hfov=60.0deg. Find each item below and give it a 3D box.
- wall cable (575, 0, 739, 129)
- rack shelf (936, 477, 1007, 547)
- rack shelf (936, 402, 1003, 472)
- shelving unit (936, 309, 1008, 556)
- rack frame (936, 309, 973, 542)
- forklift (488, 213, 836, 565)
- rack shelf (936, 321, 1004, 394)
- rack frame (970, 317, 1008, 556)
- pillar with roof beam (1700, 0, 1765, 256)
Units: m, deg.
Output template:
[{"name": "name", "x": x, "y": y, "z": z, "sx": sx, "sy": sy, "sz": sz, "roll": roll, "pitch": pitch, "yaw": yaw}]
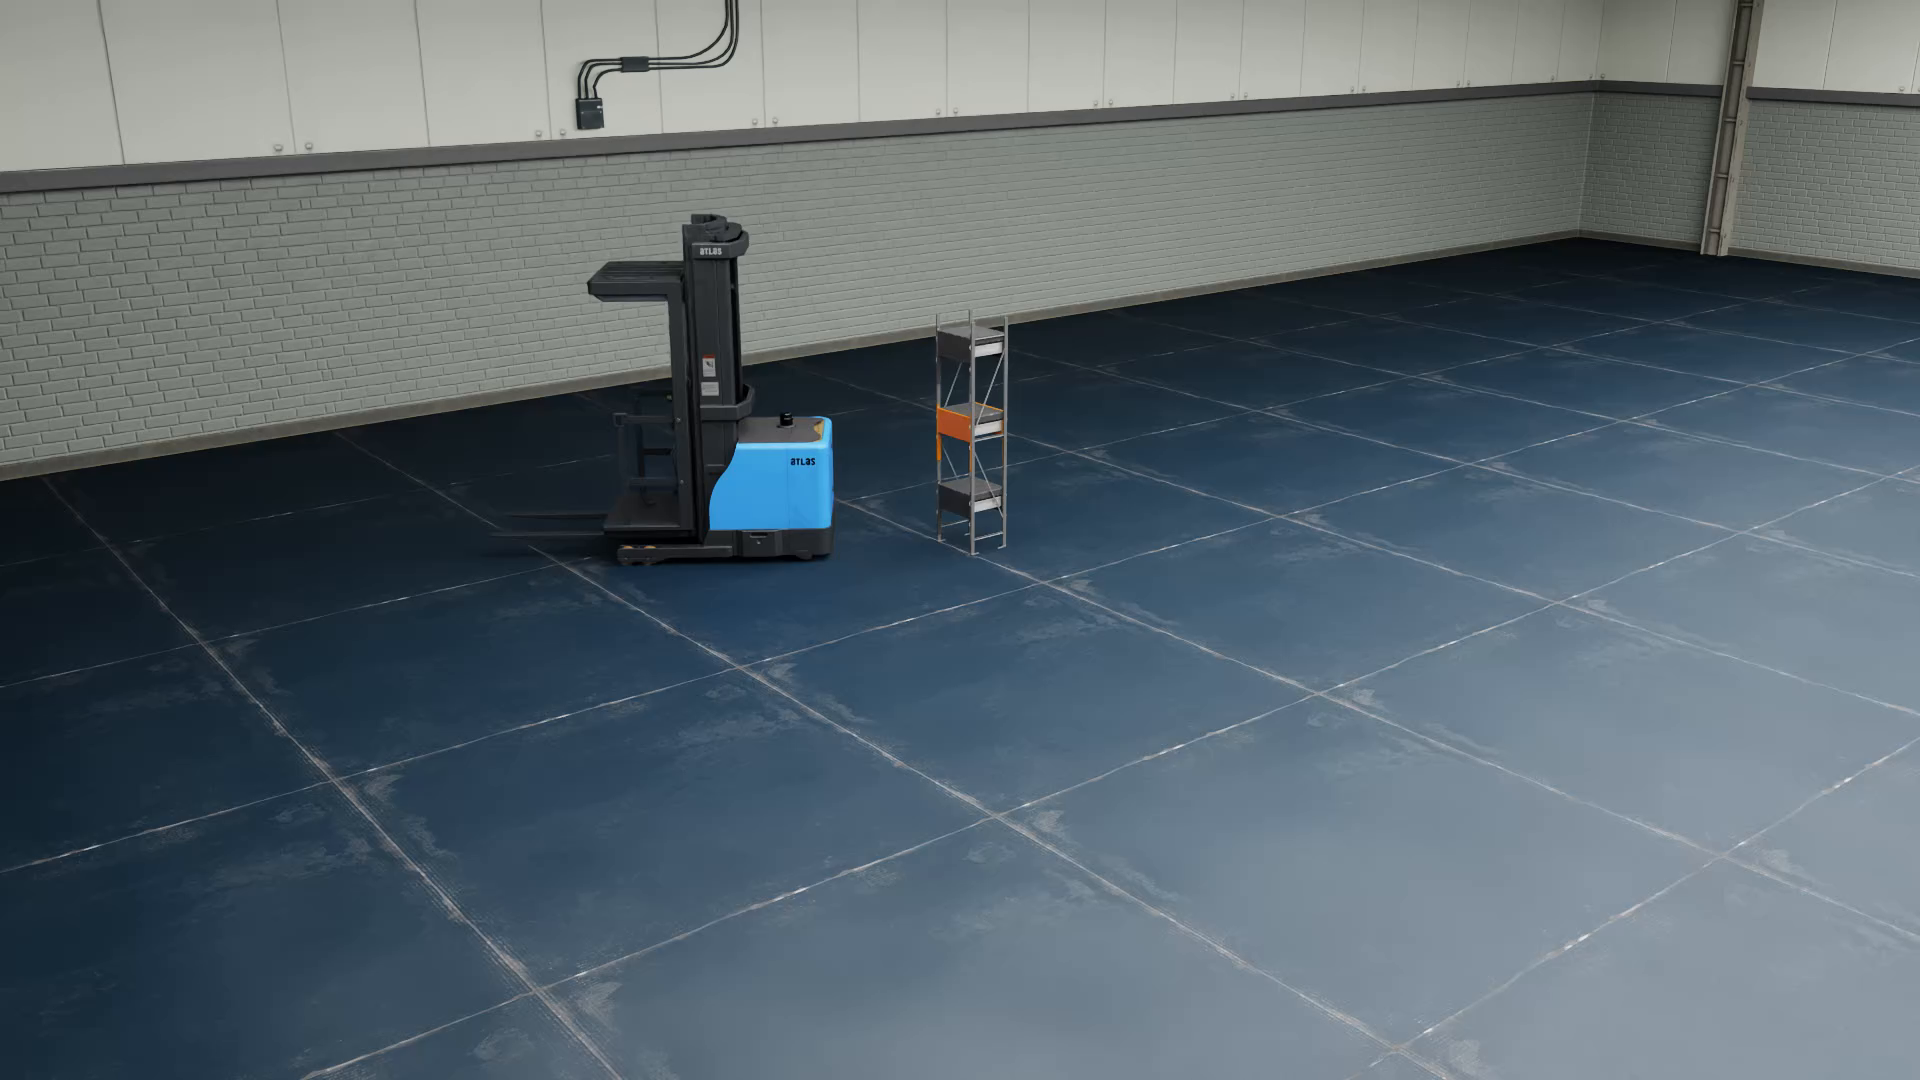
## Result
[{"name": "wall cable", "x": -3.666, "y": -8.015, "z": 19.730, "sx": 2.305, "sy": 6.003, "sz": 0.169, "roll": -14, "pitch": 23, "yaw": -36}, {"name": "rack shelf", "x": 0.103, "y": -0.279, "z": 15.021, "sx": 0.431, "sy": 0.518, "sz": 0.480, "roll": -14, "pitch": 23, "yaw": -36}, {"name": "rack shelf", "x": 0.103, "y": -0.943, "z": 14.801, "sx": 0.431, "sy": 0.518, "sz": 0.480, "roll": -14, "pitch": 23, "yaw": -36}, {"name": "shelving unit", "x": 0.103, "y": -0.956, "z": 14.797, "sx": 0.431, "sy": 2.100, "sz": 0.503, "roll": -14, "pitch": 23, "yaw": -36}, {"name": "rack frame", "x": -0.049, "y": -1.016, "z": 14.978, "sx": 0.400, "sy": 2.100, "sz": 0.015, "roll": -14, "pitch": 23, "yaw": -36}, {"name": "forklift", "x": -2.659, "y": -1.341, "z": 14.636, "sx": 3.031, "sy": 2.935, "sz": 1.130, "roll": -1, "pitch": 18, "yaw": -2}, {"name": "rack shelf", "x": 0.103, "y": -1.608, "z": 14.581, "sx": 0.431, "sy": 0.518, "sz": 0.480, "roll": -14, "pitch": 23, "yaw": -36}, {"name": "rack frame", "x": 0.254, "y": -0.896, "z": 14.615, "sx": 0.400, "sy": 2.100, "sz": 0.015, "roll": -14, "pitch": 23, "yaw": -36}, {"name": "pillar with roof beam", "x": 10.992, "y": -8.875, "z": 27.738, "sx": 9.100, "sy": 9.000, "sz": 0.400, "roll": -14, "pitch": 23, "yaw": -36}]
